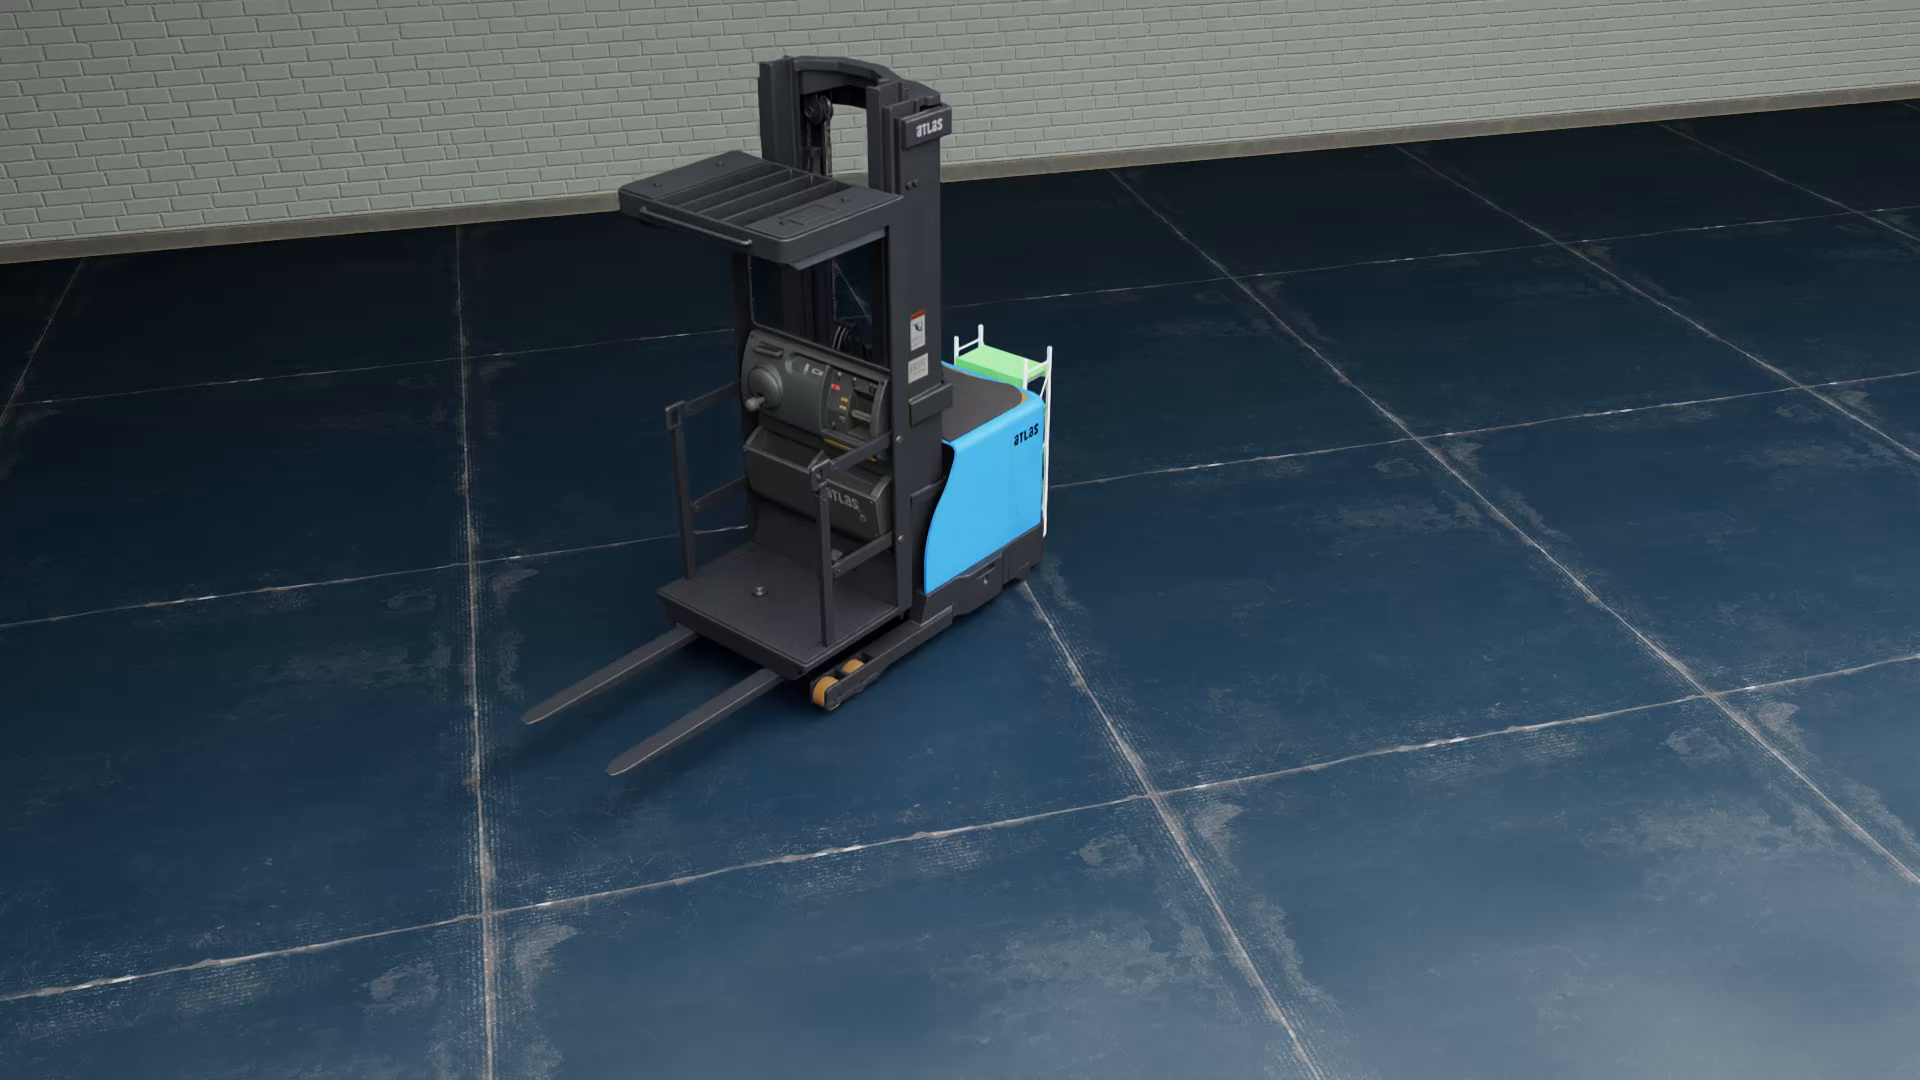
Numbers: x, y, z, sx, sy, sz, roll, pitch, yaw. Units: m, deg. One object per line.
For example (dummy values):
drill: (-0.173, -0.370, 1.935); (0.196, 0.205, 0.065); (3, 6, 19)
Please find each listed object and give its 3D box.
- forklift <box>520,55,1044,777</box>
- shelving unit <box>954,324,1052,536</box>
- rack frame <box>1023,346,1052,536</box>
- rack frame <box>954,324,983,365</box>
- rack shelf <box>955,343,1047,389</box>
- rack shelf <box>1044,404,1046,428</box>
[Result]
forklift: (-0.857, -0.705, 8.042); (1.130, 2.935, 3.031); (22, 37, 33)
shelving unit: (0.236, -0.584, 9.561); (0.503, 1.200, 0.258); (22, 37, 33)
rack frame: (0.425, -0.506, 9.427); (0.015, 1.200, 0.240); (22, 37, 33)
rack frame: (0.048, -0.662, 9.696); (0.015, 1.200, 0.240); (22, 37, 33)
rack shelf: (0.237, -0.945, 9.353); (0.480, 0.148, 0.258); (22, 37, 33)
rack shelf: (0.237, -0.737, 9.473); (0.480, 0.148, 0.258); (22, 37, 33)
